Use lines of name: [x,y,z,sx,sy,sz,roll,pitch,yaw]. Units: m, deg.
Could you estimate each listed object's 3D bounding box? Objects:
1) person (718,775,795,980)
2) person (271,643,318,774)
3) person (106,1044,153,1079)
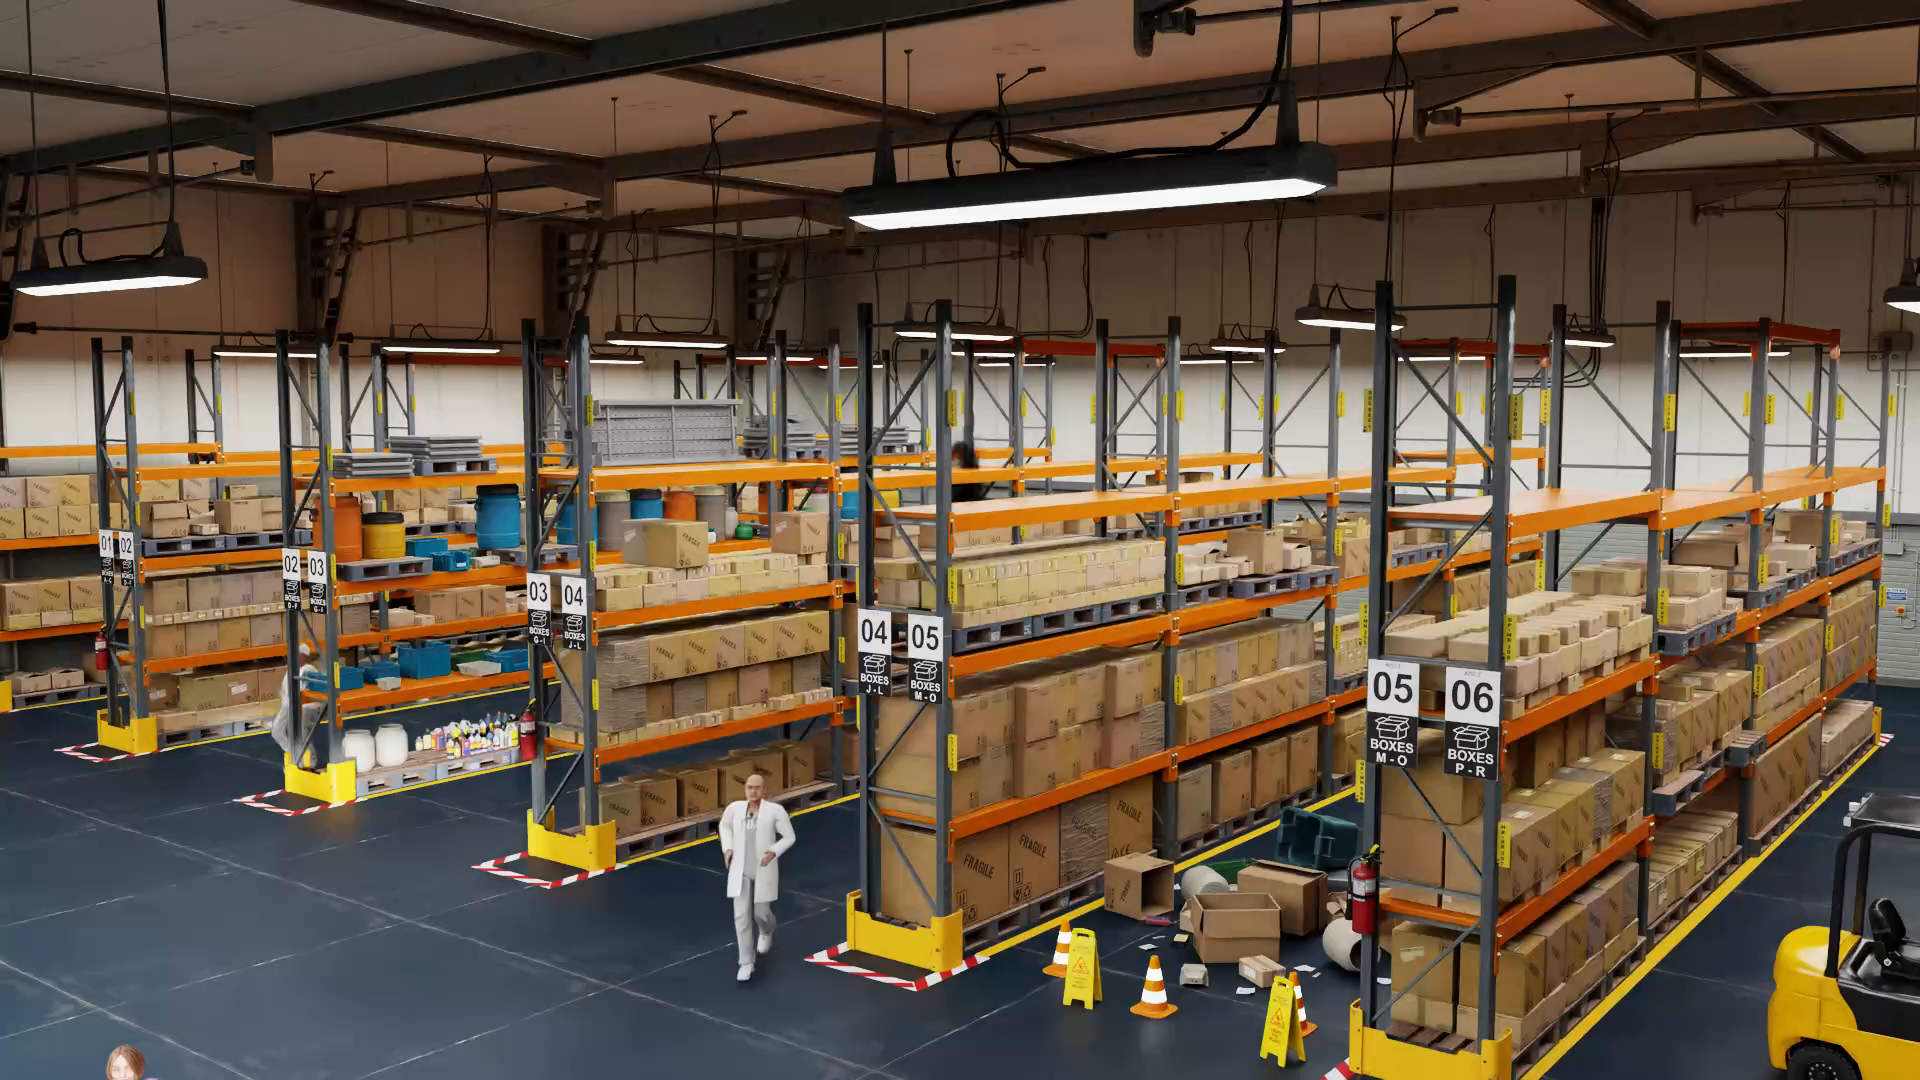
person: [-1.850,2.978,14.944,0.732,1.746,0.950,1,5,6]
person: [-9.090,2.312,22.744,0.659,1.789,0.657,3,6,31]
person: [-4.556,3.577,9.154,0.515,1.604,0.625,-2,5,-18]
